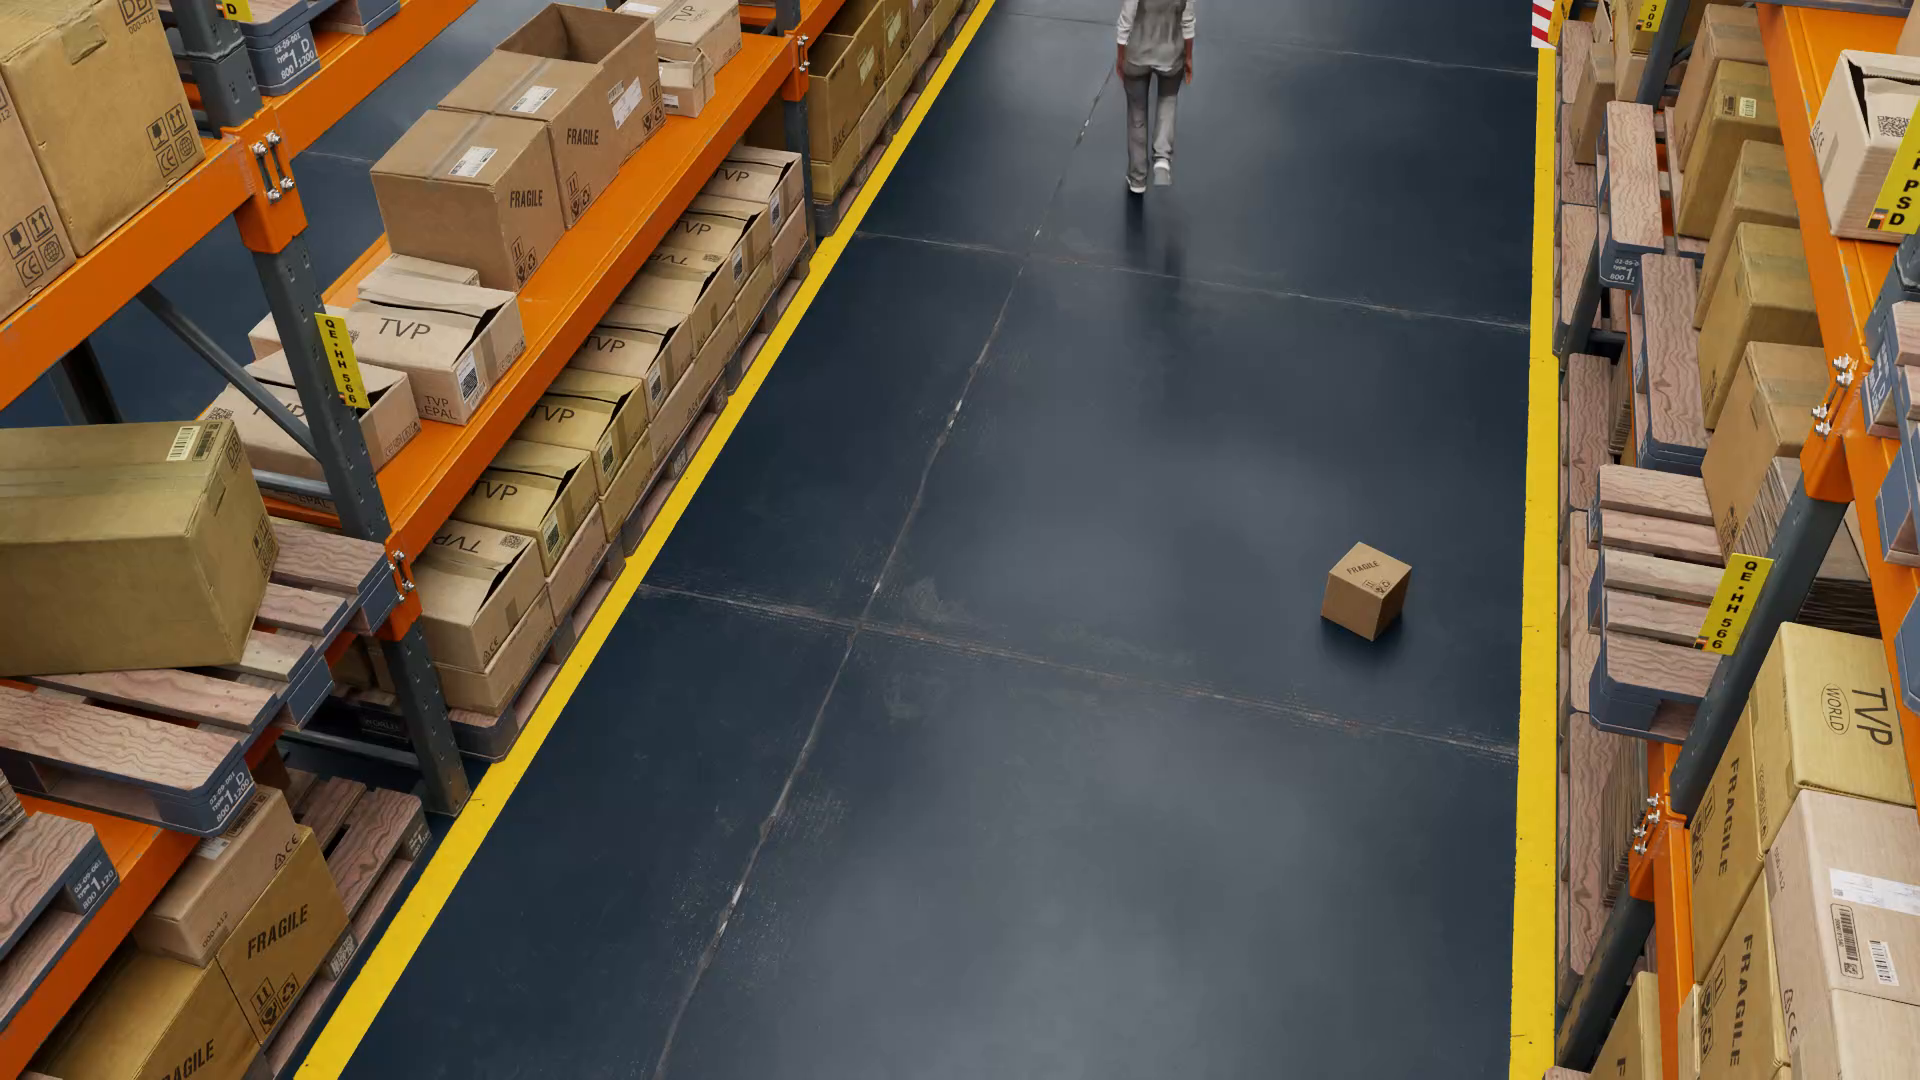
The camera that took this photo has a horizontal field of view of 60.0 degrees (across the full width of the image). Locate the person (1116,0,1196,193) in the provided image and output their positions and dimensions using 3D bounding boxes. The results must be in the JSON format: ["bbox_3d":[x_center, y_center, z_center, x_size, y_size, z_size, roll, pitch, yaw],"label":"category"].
[{"bbox_3d":[1.061,-2.640,9.105,0.435,1.590,0.446,-1,42,-1],"label":"person"}]
